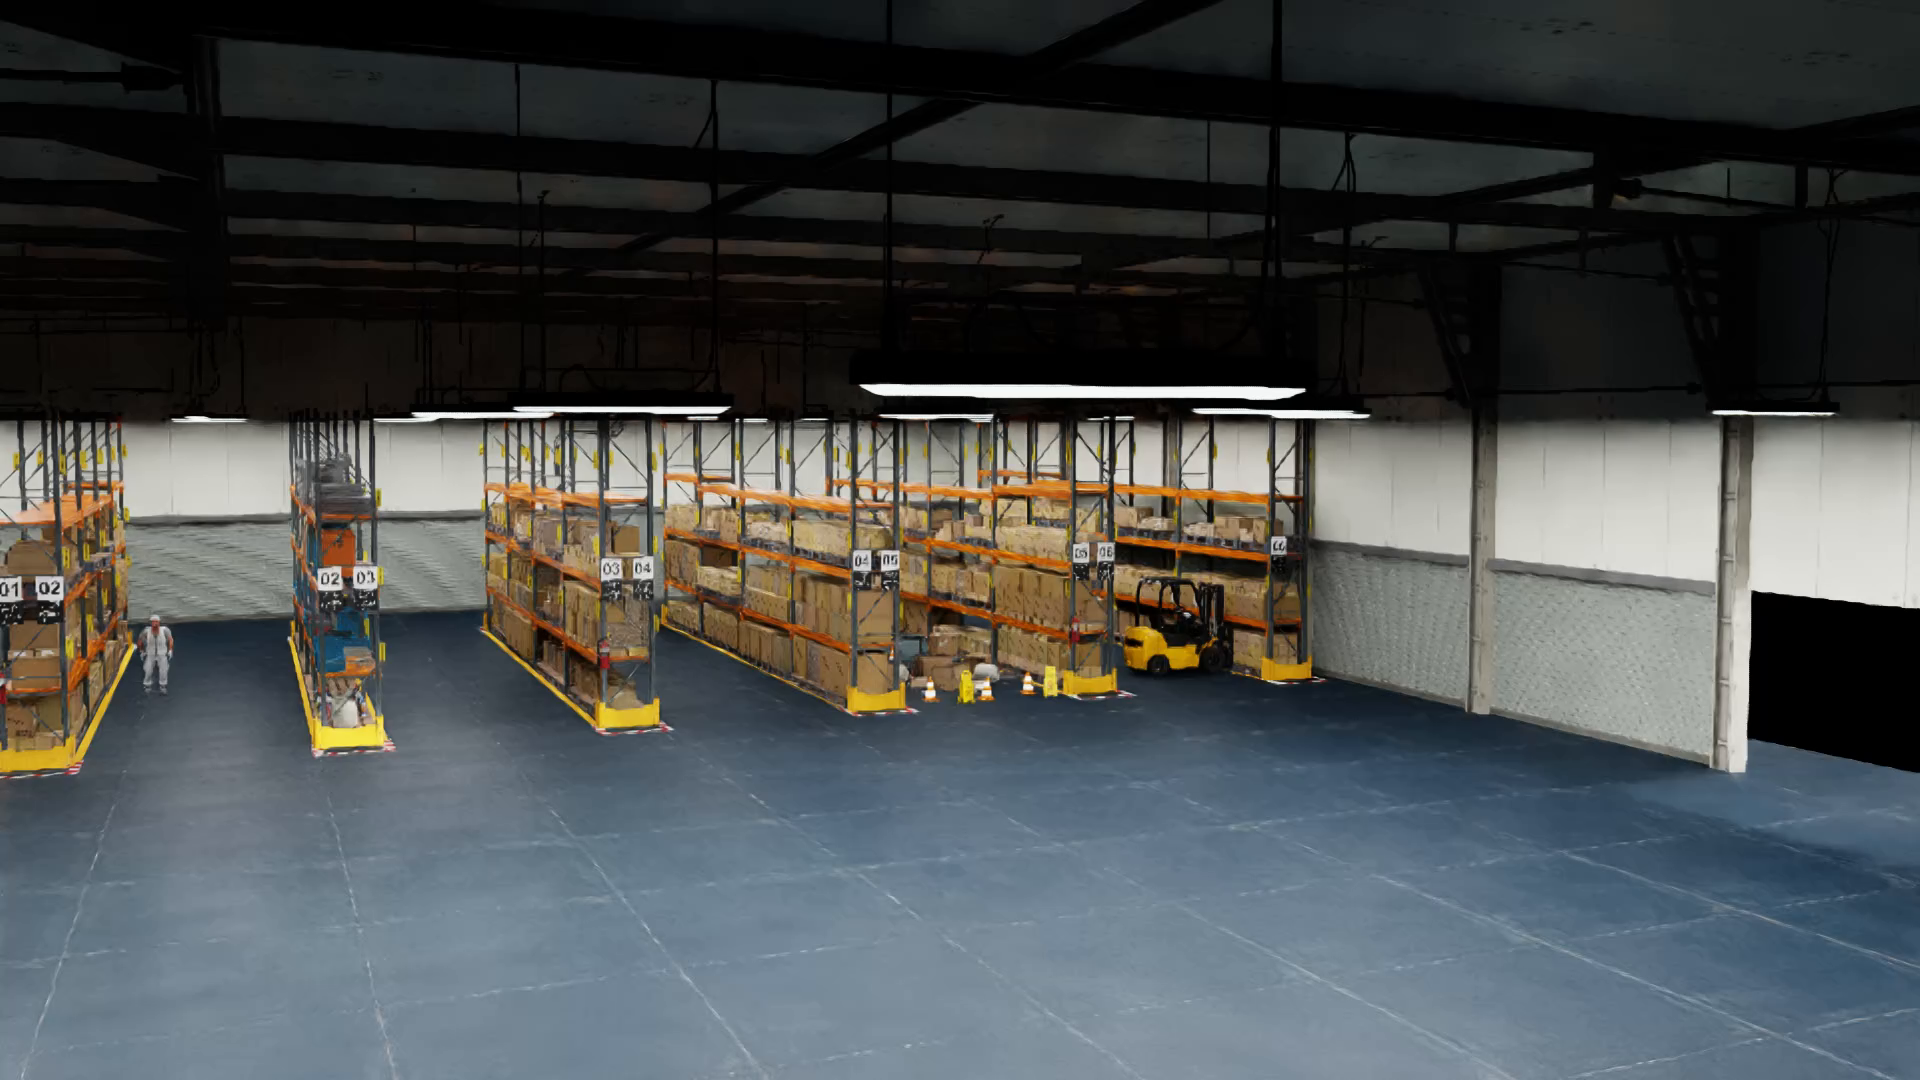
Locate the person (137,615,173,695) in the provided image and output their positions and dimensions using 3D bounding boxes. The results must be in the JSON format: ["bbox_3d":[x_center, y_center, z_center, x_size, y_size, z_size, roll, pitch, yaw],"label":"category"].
[{"bbox_3d":[-16.897,2.421,34.938,0.678,1.729,0.578,-2,4,-26],"label":"person"}]
